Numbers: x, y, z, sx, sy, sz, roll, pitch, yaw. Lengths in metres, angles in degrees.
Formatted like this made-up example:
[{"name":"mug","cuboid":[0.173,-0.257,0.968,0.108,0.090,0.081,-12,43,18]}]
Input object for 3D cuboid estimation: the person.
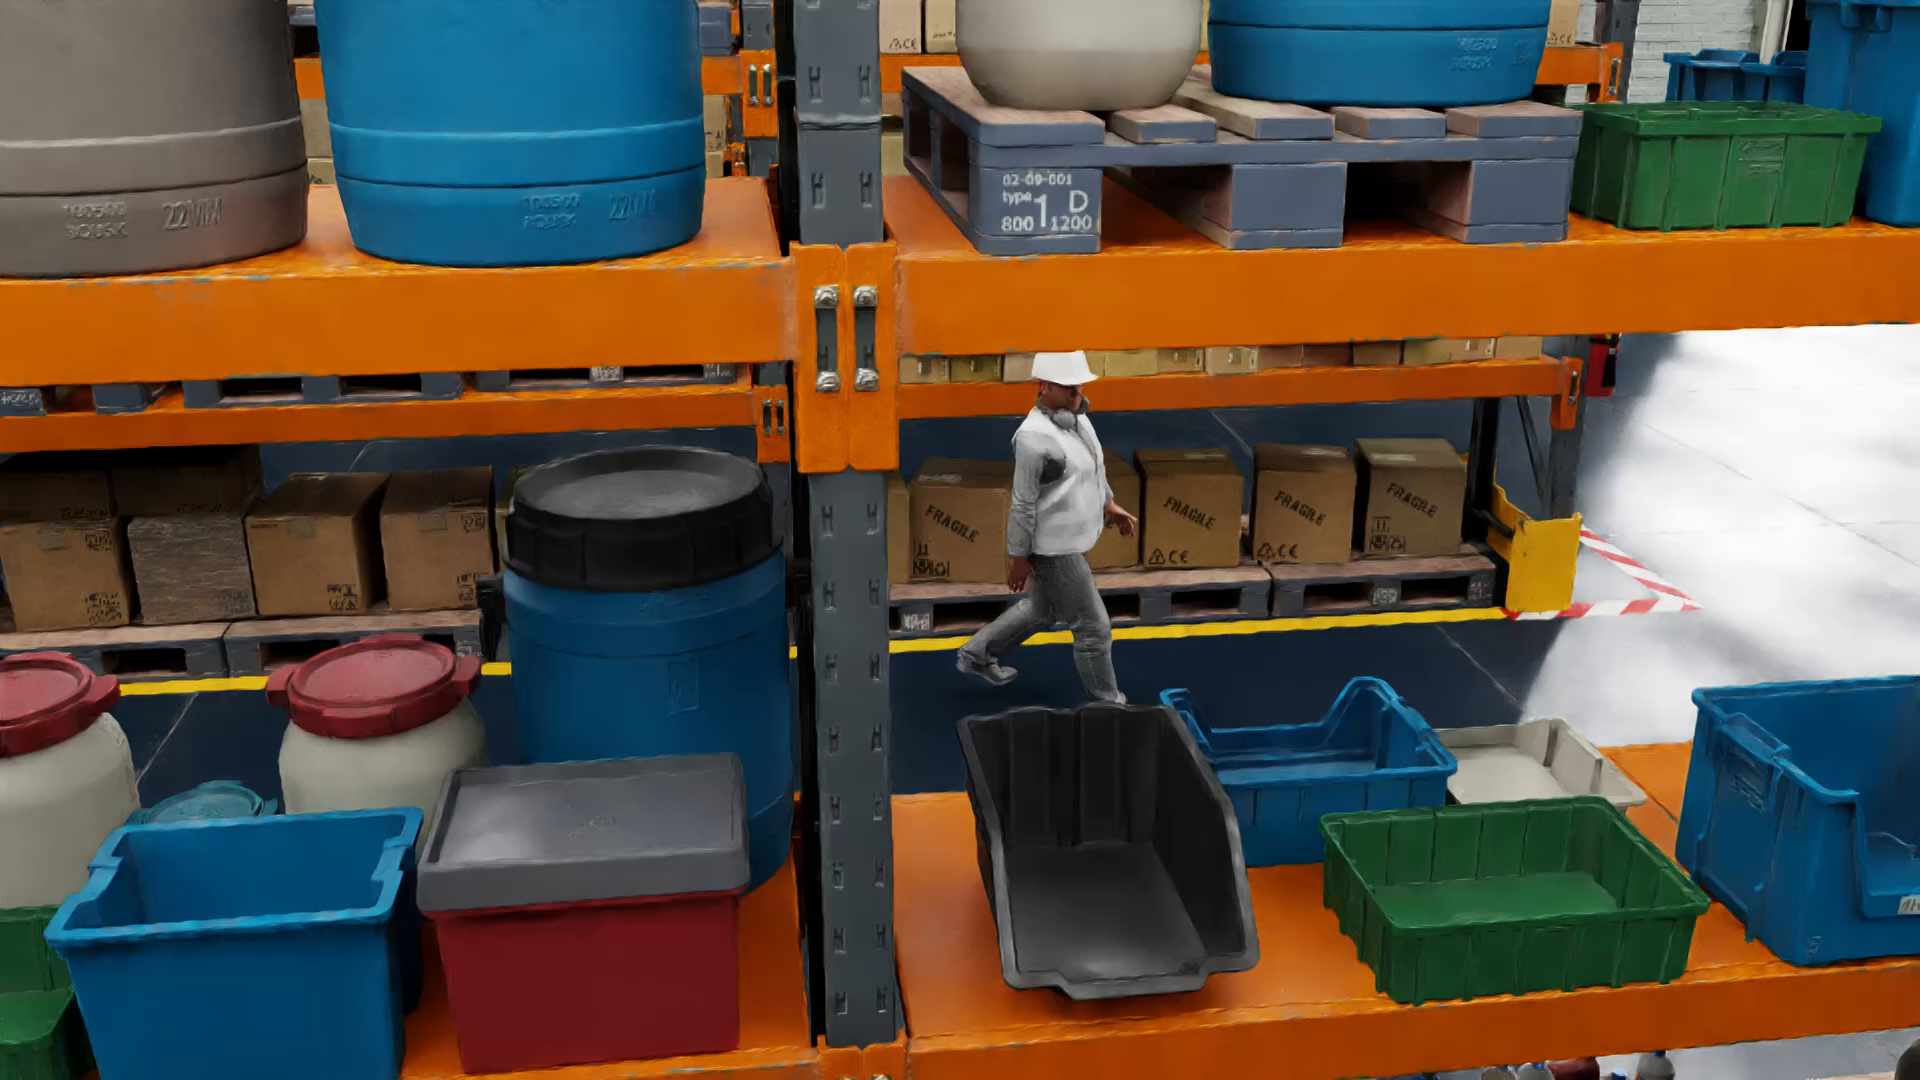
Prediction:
[{"name":"person","cuboid":[0.423,-0.024,7.121,0.976,1.746,0.640,6,21,17]}]
